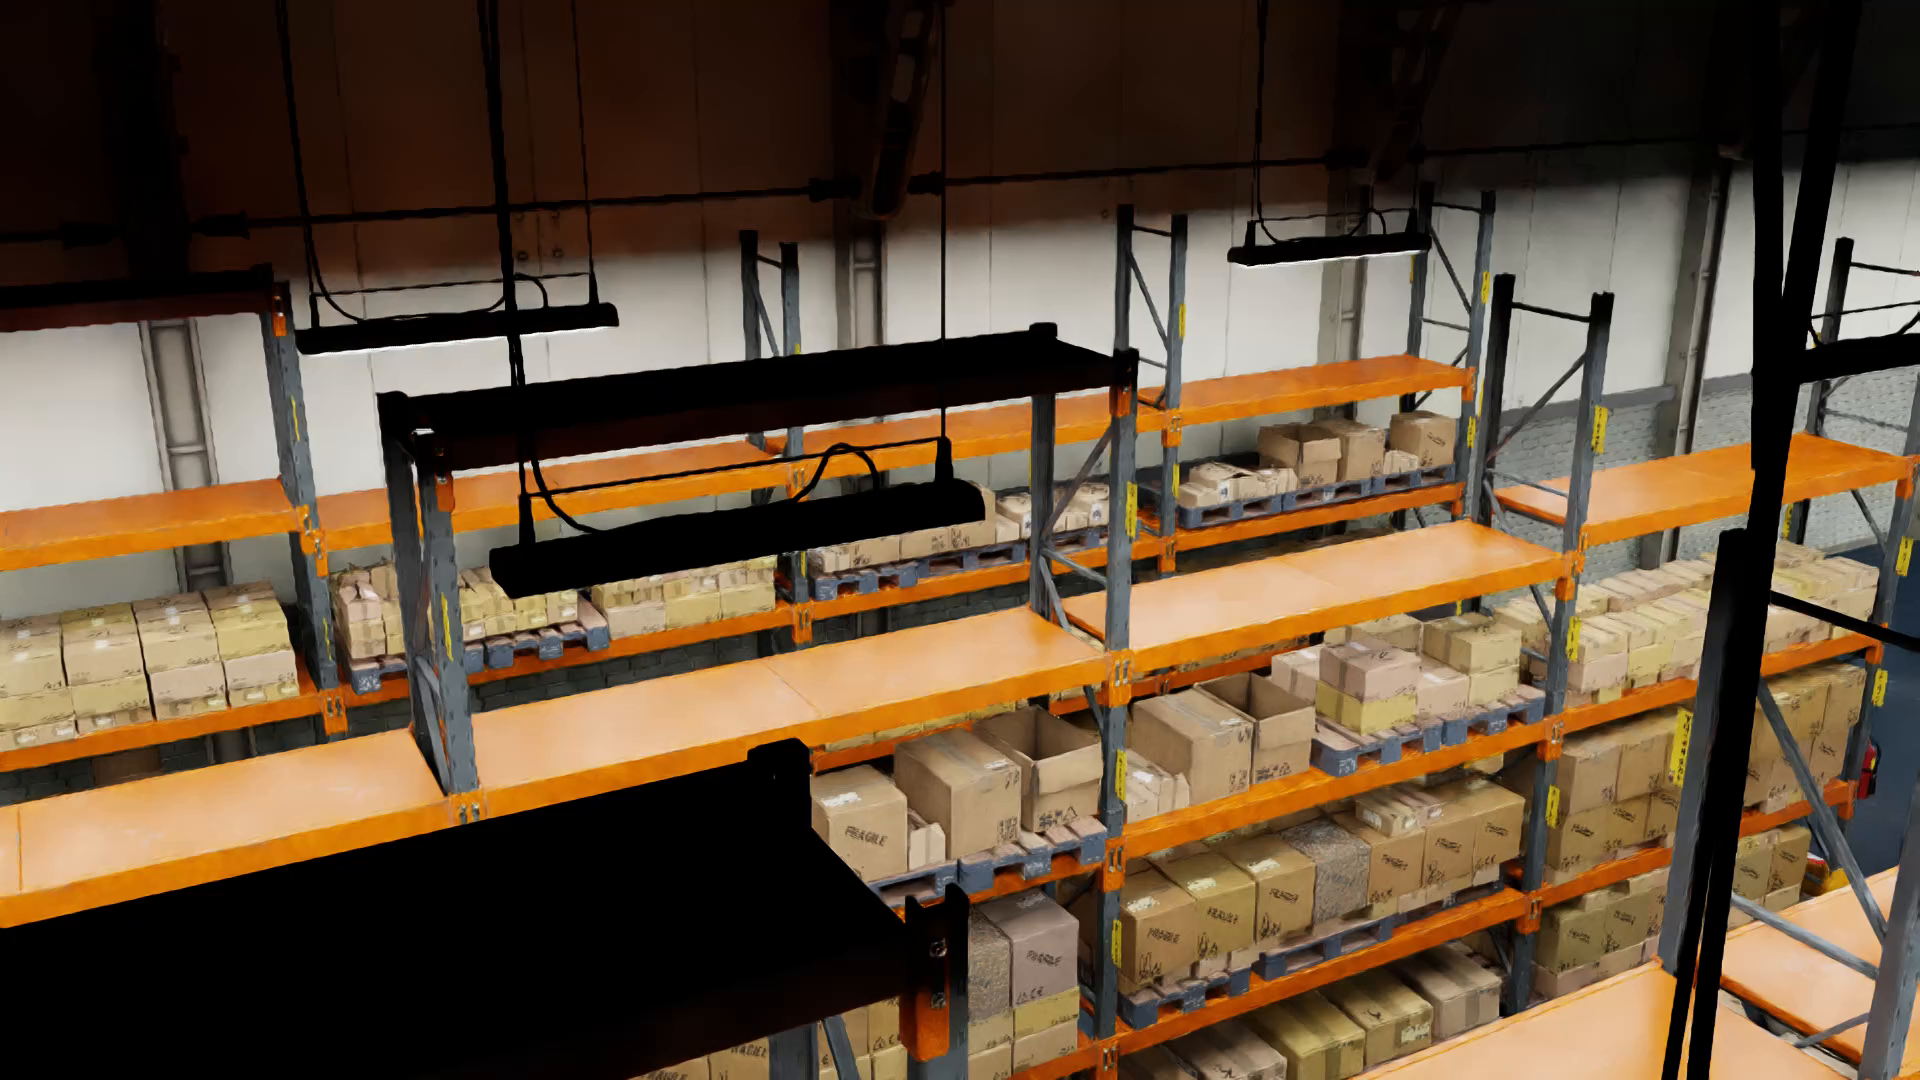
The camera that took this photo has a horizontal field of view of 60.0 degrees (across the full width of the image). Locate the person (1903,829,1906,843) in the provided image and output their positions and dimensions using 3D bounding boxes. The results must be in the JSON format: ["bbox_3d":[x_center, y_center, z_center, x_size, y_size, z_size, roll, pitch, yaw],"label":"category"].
[{"bbox_3d":[9.743,2.237,16.041,0.934,1.681,0.578,0,18,-1],"label":"person"}]
